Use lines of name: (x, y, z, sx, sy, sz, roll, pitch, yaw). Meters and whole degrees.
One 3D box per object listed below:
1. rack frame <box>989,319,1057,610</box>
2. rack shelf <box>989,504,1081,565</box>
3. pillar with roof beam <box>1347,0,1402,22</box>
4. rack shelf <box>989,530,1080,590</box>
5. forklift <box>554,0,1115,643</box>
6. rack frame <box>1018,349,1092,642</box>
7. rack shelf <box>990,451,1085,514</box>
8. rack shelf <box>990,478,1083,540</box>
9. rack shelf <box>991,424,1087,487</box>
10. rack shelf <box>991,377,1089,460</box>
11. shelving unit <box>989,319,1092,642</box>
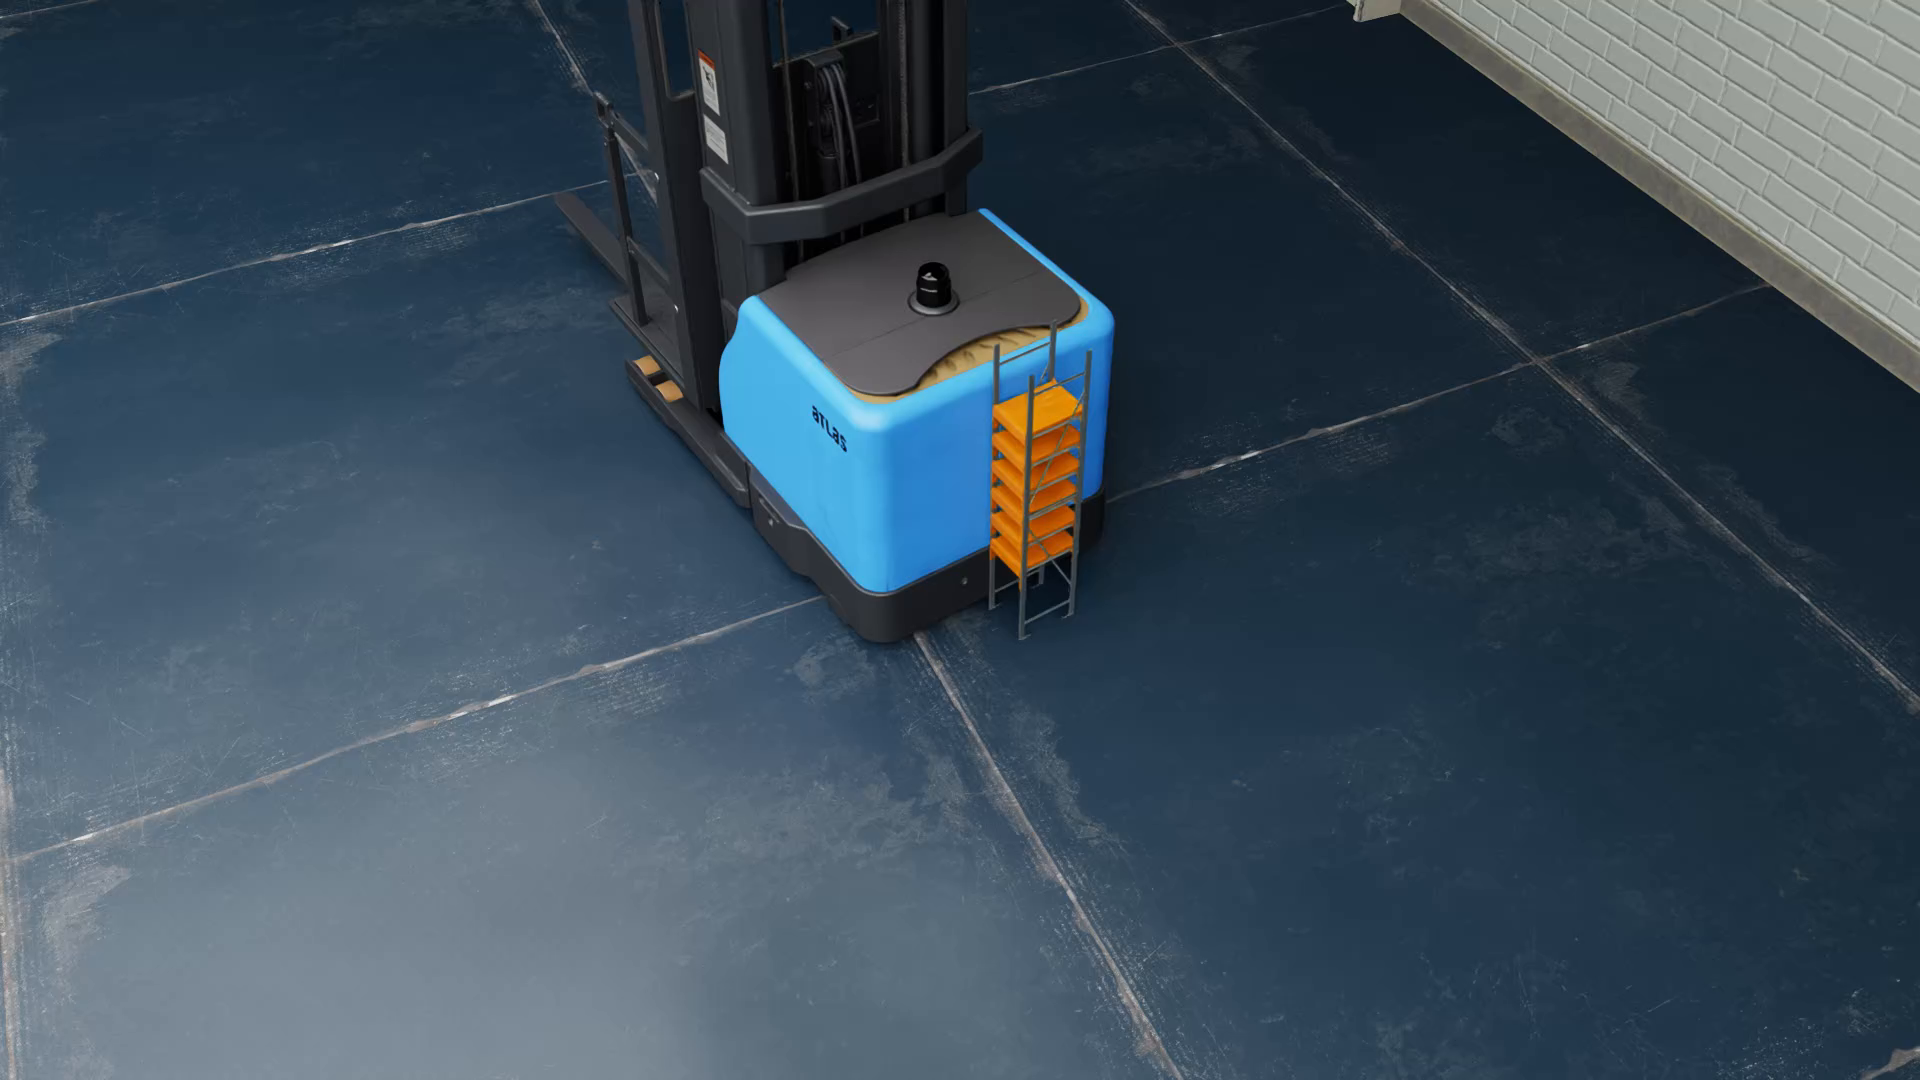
rack frame: (0.205, -0.221, 5.620, 0.240, 1.200, 0.006, -25, 50, -23)
rack shelf: (0.257, -0.051, 5.681, 0.258, 0.103, 0.180, -25, 50, -23)
pillar with roof beam: (-1.663, -4.945, 4.854, 9.100, 9.000, 0.400, -18, 47, -17)
rack shelf: (0.257, 0.035, 5.766, 0.258, 0.103, 0.180, -25, 50, -23)
forklift: (-0.711, -1.692, 5.878, 1.130, 2.935, 3.031, -25, 50, -23)
rack frame: (0.308, -0.115, 5.512, 0.240, 1.200, 0.006, -25, 50, -23)
rack shelf: (0.257, -0.222, 5.513, 0.258, 0.103, 0.180, -25, 50, -23)
rack shelf: (0.257, -0.136, 5.597, 0.258, 0.103, 0.180, -25, 50, -23)
rack shelf: (0.257, -0.307, 5.429, 0.258, 0.103, 0.180, -25, 50, -23)
rack shelf: (0.257, -0.393, 5.344, 0.258, 0.103, 0.180, -25, 50, -23)
shelving unit: (0.257, -0.168, 5.566, 0.258, 1.200, 0.189, -25, 50, -23)
